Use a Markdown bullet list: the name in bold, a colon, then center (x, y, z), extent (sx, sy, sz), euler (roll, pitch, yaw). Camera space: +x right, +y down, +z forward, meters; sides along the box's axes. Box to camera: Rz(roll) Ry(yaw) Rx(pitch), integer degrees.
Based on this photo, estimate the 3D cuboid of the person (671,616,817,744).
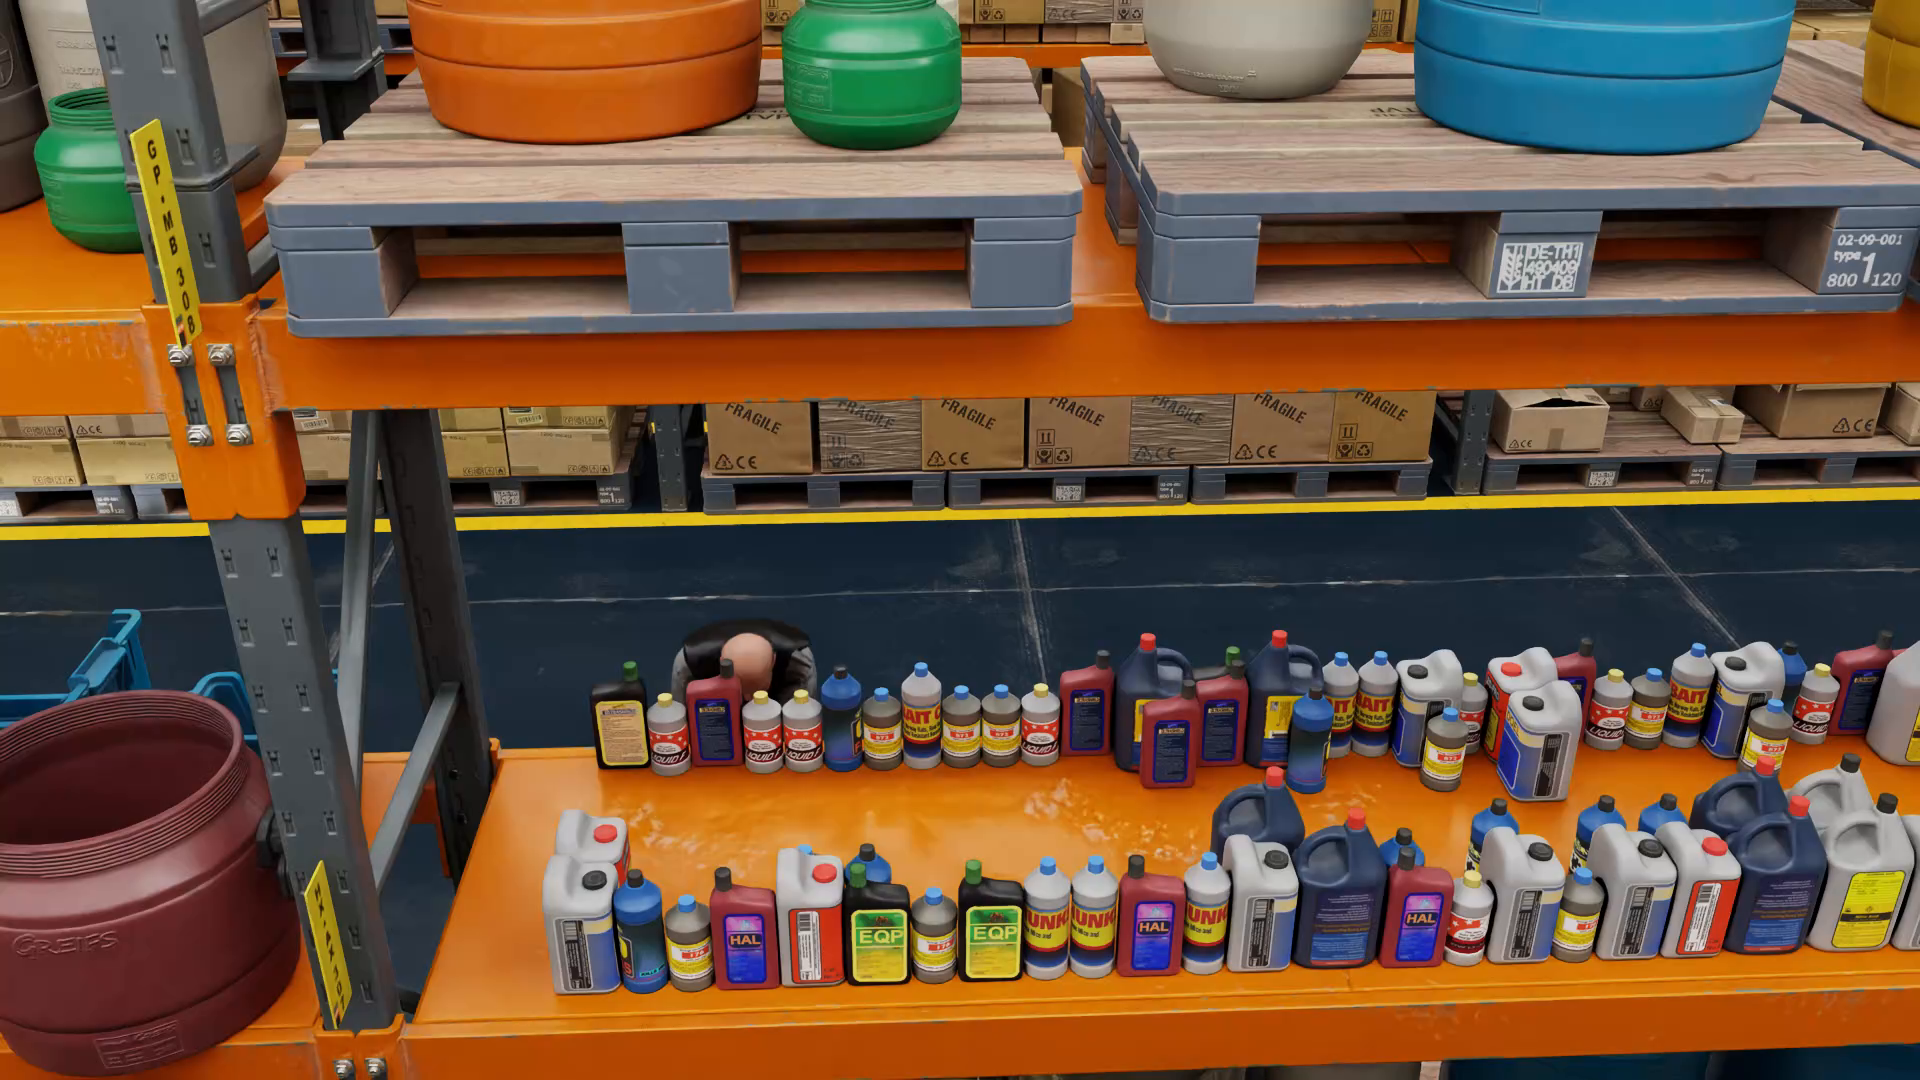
- **person**: center (-0.746, 0.617, 5.772), extent (0.515, 0.984, 0.843), euler (-2, 27, -4)
